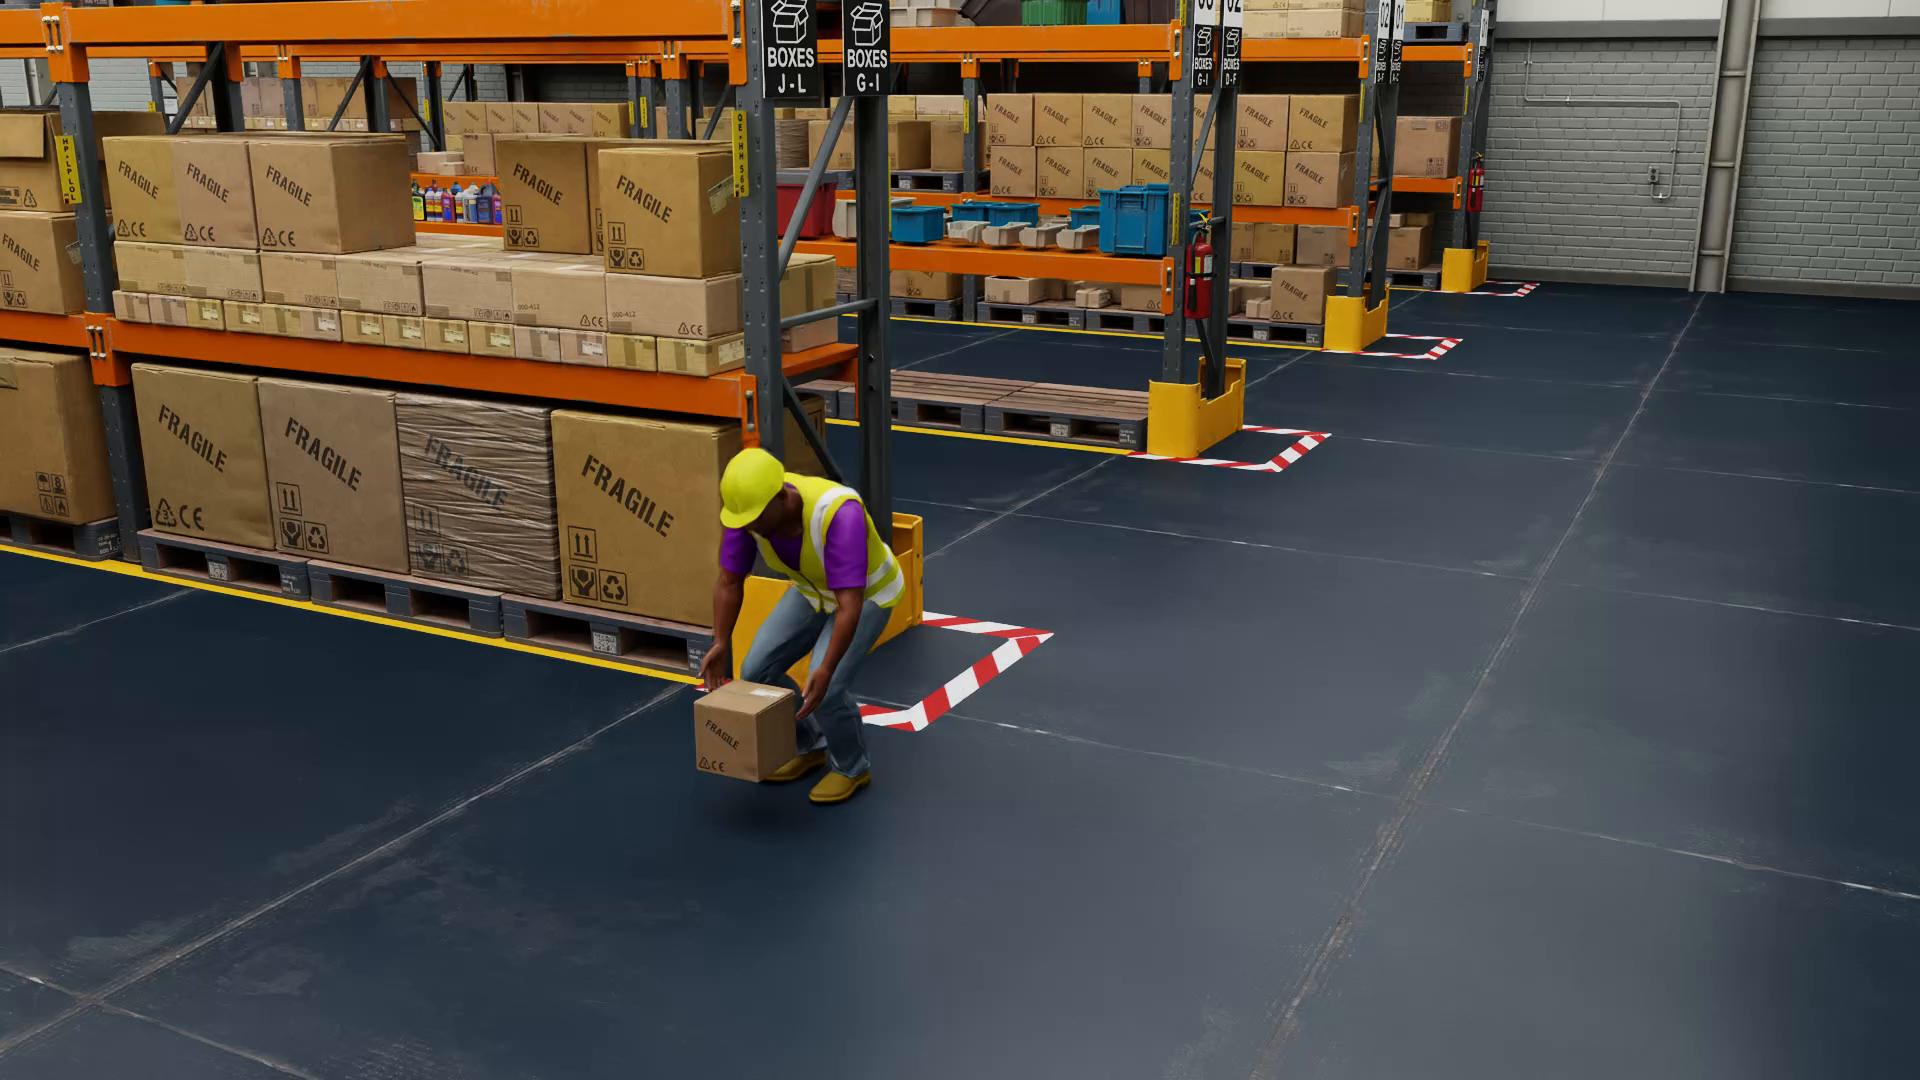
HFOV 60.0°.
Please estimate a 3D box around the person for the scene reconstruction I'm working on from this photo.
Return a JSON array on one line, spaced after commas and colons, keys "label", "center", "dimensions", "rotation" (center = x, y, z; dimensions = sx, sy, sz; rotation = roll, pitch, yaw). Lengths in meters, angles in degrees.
[{"label": "person", "center": [-0.517, 0.271, 5.851], "dimensions": [0.630, 1.317, 0.802], "rotation": [12, 19, 36]}]
